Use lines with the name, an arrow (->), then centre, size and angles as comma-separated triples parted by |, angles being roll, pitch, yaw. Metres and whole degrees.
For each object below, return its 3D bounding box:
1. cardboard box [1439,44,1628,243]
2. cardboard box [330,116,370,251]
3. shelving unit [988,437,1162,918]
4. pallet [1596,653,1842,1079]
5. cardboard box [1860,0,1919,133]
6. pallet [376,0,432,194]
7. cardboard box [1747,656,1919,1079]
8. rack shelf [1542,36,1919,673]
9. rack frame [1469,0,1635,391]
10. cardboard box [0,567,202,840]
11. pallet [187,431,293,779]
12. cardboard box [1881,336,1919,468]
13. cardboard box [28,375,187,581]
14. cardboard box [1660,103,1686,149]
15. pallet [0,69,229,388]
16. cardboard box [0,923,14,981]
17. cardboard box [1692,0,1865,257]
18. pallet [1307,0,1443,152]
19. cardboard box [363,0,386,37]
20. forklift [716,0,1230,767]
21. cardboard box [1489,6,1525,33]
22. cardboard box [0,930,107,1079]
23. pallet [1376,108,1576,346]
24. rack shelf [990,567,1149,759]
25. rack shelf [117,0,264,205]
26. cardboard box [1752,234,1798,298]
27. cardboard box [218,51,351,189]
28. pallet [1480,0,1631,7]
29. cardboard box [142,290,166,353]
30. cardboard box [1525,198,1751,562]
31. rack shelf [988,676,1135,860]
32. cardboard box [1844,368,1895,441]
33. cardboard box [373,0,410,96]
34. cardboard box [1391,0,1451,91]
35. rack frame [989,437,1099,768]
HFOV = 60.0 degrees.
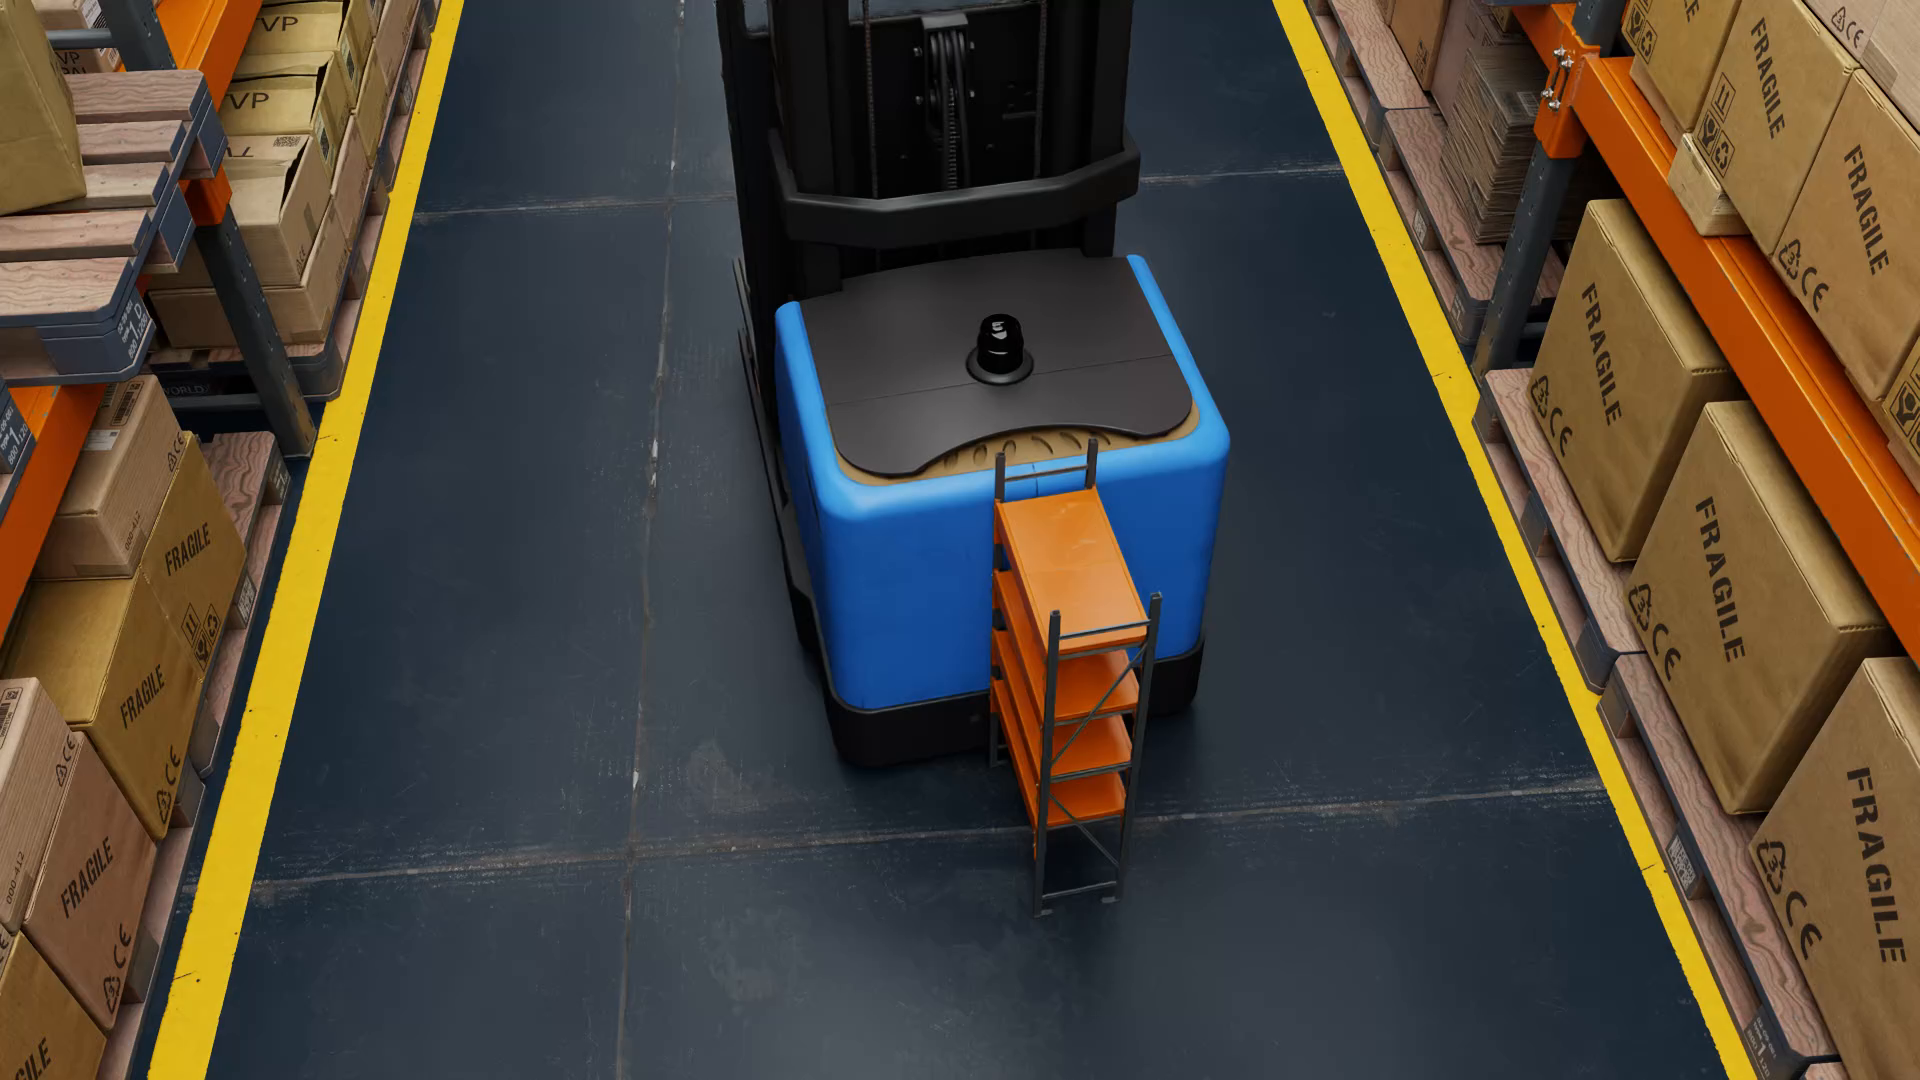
cardboard box -> 2.174, -1.427, 5.954 | 0.700, 0.500, 0.500 | -3, 47, -3
cardboard box -> -2.444, -1.273, 5.994 | 0.500, 0.250, 0.500 | -5, 47, -4
shelving unit -> 0.252, 0.373, 4.070 | 0.258, 1.200, 0.503 | -9, 47, -9
pallet -> 2.376, 0.797, 4.349 | 1.003, 0.211, 1.213 | -3, 47, -3
cardboard box -> 2.158, -0.924, 3.255 | 0.500, 0.250, 0.500 | -3, 47, -3
pallet -> -2.779, -1.833, 6.841 | 1.003, 0.211, 1.213 | -3, 47, -3
cardboard box -> 2.359, 0.766, 3.650 | 0.750, 0.750, 0.750 | -2, 47, -2
rack shelf -> 2.453, 0.077, 3.606 | 1.077, 0.370, 4.000 | -3, 47, -3
rack frame -> 2.286, -1.617, 4.716 | 1.000, 3.000, 0.127 | -3, 47, -3
cardboard box -> -2.295, 0.432, 4.194 | 0.500, 0.500, 0.500 | -5, 47, -5
pallet -> -2.625, 0.188, 4.927 | 1.003, 0.211, 1.213 | -3, 47, -3
cardboard box -> 2.198, -0.279, 3.161 | 0.500, 0.500, 0.500 | -2, 47, -2
cardboard box -> -2.329, -0.160, 4.238 | 0.500, 0.250, 0.500 | -2, 47, -2
cardboard box -> 2.095, -1.102, 4.387 | 0.380, 0.149, 0.250 | -3, 47, -3
pallet -> -2.524, -0.761, 4.037 | 1.213, 0.211, 1.003 | -3, 47, -3
cardboard box -> -2.197, 0.943, 3.193 | 0.500, 0.250, 0.500 | -3, 47, -3
cardboard box -> 2.106, -1.014, 3.857 | 0.500, 0.500, 0.500 | -2, 47, -2
pallet -> 2.123, -2.104, 7.098 | 1.003, 0.211, 1.213 | -3, 47, -3
cardboard box -> -2.538, -2.222, 6.507 | 0.500, 0.311, 0.500 | -4, 47, -4
forklift -> -0.145, -1.477, 4.630 | 1.130, 2.935, 3.031 | -9, 47, -9
cardboard box -> 2.188, -2.101, 6.076 | 0.500, 0.250, 0.500 | -3, 47, -3
cardboard box -> -2.203, 1.177, 3.488 | 0.500, 0.500, 0.500 | -3, 47, -3
pallet -> 2.222, -1.224, 6.264 | 1.003, 0.211, 1.213 | -3, 47, -3
rack shelf -> 0.252, 0.266, 3.957 | 0.258, 0.148, 0.480 | -9, 47, -9
rack shelf -> -2.818, -2.513, 6.059 | 1.077, 0.370, 4.000 | -3, 47, -3
cardboard box -> 2.177, -0.731, 4.035 | 0.380, 0.149, 0.250 | -4, 47, -4
cardboard box -> -2.454, -1.481, 5.805 | 0.500, 0.311, 0.500 | -5, 47, -4
pallet -> 2.120, -2.060, 5.267 | 1.213, 0.211, 1.003 | -3, 47, -3
cardboard box -> -2.937, -0.878, 5.620 | 0.500, 0.250, 0.500 | -2, 47, -2
cardboard box -> 2.217, -0.482, 4.832 | 0.750, 0.750, 0.750 | -4, 47, -4
rack shelf -> 0.252, 0.556, 4.263 | 0.258, 0.148, 0.480 | -9, 47, -9
cardboard box -> 2.218, -0.356, 3.681 | 0.380, 0.149, 0.250 | -3, 47, -3
cardboard box -> -2.536, -2.019, 6.701 | 0.500, 0.250, 0.500 | -3, 47, -2
cardboard box -> 2.176, -2.164, 6.652 | 0.700, 0.500, 0.500 | -4, 47, -4
rack frame -> 0.199, 0.200, 4.234 | 0.240, 1.200, 0.015 | -9, 47, -9
